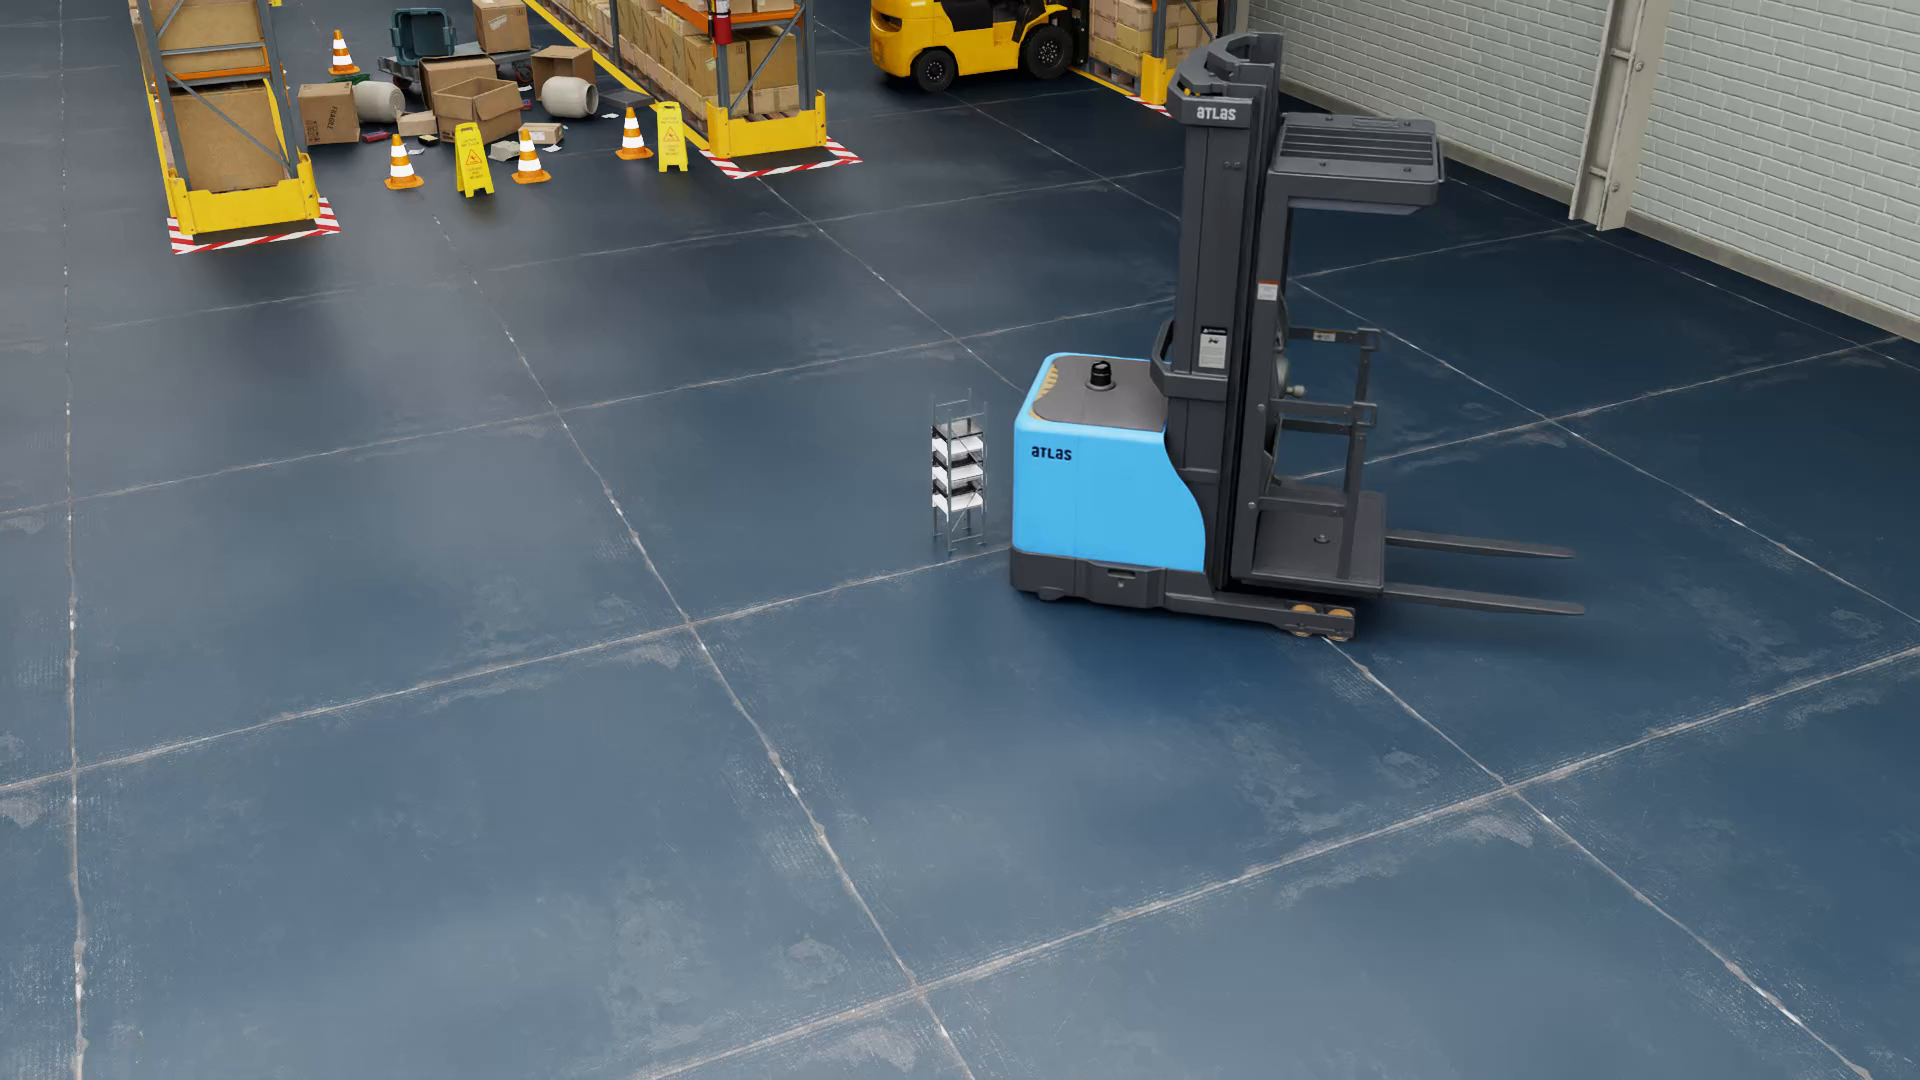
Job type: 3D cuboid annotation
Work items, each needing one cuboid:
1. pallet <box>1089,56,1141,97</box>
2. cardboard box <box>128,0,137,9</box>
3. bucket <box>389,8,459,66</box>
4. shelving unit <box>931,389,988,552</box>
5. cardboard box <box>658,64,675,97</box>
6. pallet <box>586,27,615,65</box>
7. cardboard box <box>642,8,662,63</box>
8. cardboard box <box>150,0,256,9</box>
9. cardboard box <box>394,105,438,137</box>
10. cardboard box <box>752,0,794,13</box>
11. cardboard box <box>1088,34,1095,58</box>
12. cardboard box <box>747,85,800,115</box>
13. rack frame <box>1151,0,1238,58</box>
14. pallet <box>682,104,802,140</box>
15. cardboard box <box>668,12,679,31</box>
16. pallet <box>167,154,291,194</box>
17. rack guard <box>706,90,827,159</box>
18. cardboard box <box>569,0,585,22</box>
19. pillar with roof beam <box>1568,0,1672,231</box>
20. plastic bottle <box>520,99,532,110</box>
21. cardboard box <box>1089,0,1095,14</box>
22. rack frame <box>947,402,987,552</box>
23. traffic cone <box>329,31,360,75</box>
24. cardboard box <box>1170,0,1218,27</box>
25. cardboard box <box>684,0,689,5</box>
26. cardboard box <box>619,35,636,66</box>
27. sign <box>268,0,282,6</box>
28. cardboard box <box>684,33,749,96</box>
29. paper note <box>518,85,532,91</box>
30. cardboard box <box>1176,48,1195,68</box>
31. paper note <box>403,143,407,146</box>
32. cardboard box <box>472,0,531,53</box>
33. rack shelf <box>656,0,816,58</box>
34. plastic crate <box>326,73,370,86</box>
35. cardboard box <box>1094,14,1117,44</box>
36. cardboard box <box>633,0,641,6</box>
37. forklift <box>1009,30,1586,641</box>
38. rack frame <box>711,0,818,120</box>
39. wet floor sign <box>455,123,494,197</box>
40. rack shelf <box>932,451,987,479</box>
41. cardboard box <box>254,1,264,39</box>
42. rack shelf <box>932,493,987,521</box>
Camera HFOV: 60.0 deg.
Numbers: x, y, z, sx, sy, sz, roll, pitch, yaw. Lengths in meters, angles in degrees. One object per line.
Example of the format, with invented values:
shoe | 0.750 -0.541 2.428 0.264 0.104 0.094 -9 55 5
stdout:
pallet | 2.211 -5.404 19.171 1.003 0.211 1.213 -13 32 -22
cardboard box | -8.808 -5.815 18.923 1.050 0.750 0.750 -13 32 -22
bucket | -5.908 -5.590 18.444 0.726 0.611 0.620 -3 19 -5
shelving unit | -0.003 -0.396 9.536 0.258 0.900 0.210 -13 32 -22
cardboard box | -2.940 -4.992 17.968 0.500 0.250 0.500 -14 32 -24
pallet | -3.957 -6.142 20.487 1.003 0.211 1.213 -13 32 -22
cardboard box | -3.151 -5.545 18.186 0.500 0.500 0.500 -11 31 -19
cardboard box | -6.456 -4.872 14.114 0.875 0.550 0.550 -13 32 -22
cardboard box | -5.648 -4.365 17.263 0.396 0.266 0.258 -8 30 -13
cardboard box | -1.863 -5.331 16.448 0.380 0.149 0.250 -13 32 -22
cardboard box | 1.678 -5.861 19.517 0.500 0.250 0.500 -13 32 -21
cardboard box | -2.001 -4.646 17.350 0.500 0.250 0.500 -13 32 -22
rack frame | 2.577 -6.291 17.903 1.000 3.000 0.127 -13 32 -22
pallet | -2.254 -4.431 17.436 1.003 0.211 1.213 -13 32 -22
cardboard box | -2.807 -5.400 17.266 0.380 0.149 0.250 -13 32 -21
pallet | -6.746 -3.284 15.391 1.003 0.211 1.213 -13 32 -22
rack guard | -1.937 -4.191 16.712 1.175 0.500 0.348 -13 32 -22
cardboard box | -4.461 -6.906 21.257 0.950 0.372 0.625 -12 31 -20
pillar with roof beam | 1.780 -5.850 10.983 9.100 9.000 0.400 -13 32 -22
plastic bottle | -4.762 -4.769 18.192 0.133 0.061 0.283 -8 30 -13
cardboard box | 1.647 -6.294 19.268 0.500 0.250 0.500 -13 32 -21
rack frame | 0.040 -0.351 9.456 0.240 0.900 0.006 -13 32 -22
traffic cone | -7.261 -5.733 19.501 0.336 0.463 0.334 -13 32 -22
cardboard box | 2.541 -5.963 18.677 0.500 0.250 0.500 -14 32 -23
cardboard box | -2.558 -5.465 16.685 0.380 0.149 0.250 -14 32 -23
cardboard box | -3.612 -5.681 19.196 0.500 0.250 0.500 -15 32 -24
sign | -5.828 -4.689 14.080 0.100 0.325 0.005 -13 32 -22
cardboard box | -2.484 -4.858 16.961 0.500 0.500 0.500 -13 32 -22
paper note | -4.935 -5.127 18.862 0.148 0.019 0.142 -13 32 -22
cardboard box | 2.543 -5.533 18.933 0.500 0.250 0.500 -13 32 -22
paper note | -5.659 -4.013 16.896 0.032 0.001 0.123 2 29 4
cardboard box | -5.217 -5.867 18.928 0.500 0.500 0.500 -13 32 -22
rack shelf | -2.763 -5.817 17.793 1.077 0.370 4.000 -13 32 -22
plastic crate | -6.791 -4.927 18.286 0.450 0.188 0.662 -7 28 9
cardboard box | 1.880 -5.866 19.016 0.500 0.250 0.500 -13 32 -22
cardboard box | -3.391 -5.996 18.329 0.380 0.149 0.250 -12 31 -20
forklift | 1.846 -1.030 8.591 3.031 2.935 1.130 7 30 11
rack frame | -1.905 -5.247 16.041 1.000 3.000 0.127 -13 32 -22
wet floor sign | -4.531 -3.540 15.402 0.267 0.644 0.232 -19 35 -30
rack shelf | -0.003 -0.446 9.509 0.258 0.077 0.200 -13 32 -22
cardboard box | -6.915 -4.895 15.260 0.875 0.550 0.550 -13 32 -22
rack shelf | -0.003 -0.210 9.641 0.258 0.077 0.200 -13 32 -22
